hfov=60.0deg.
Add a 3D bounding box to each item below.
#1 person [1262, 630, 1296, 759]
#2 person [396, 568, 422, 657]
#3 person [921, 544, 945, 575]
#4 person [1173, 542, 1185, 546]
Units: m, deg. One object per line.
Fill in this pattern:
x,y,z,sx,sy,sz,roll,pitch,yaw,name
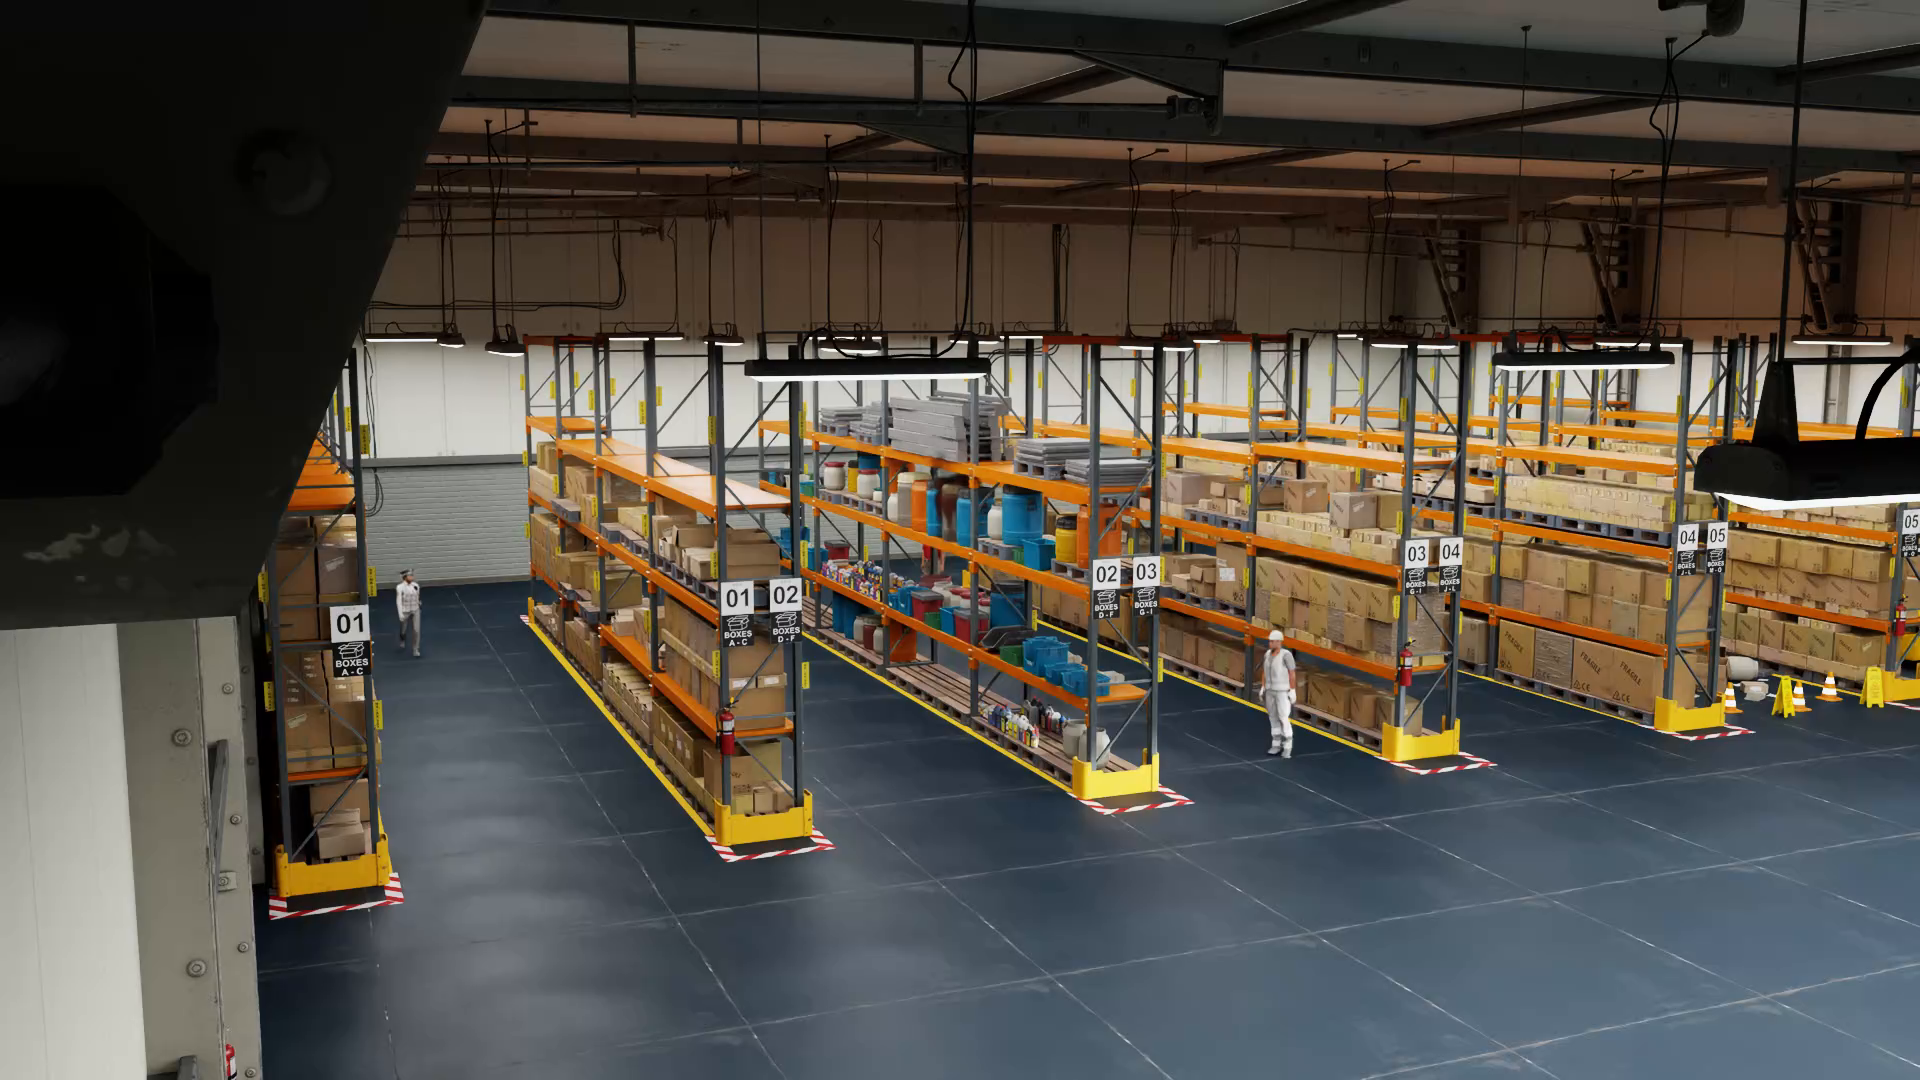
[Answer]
4.609,2.149,24.261,0.374,1.659,0.575,-6,10,-37,person
-10.390,1.336,31.359,0.464,1.653,0.707,-4,8,-25,person
-0.637,0.572,37.028,0.569,1.758,0.457,6,9,36,person
4.607,0.835,35.191,0.566,1.646,0.957,-2,8,-16,person
